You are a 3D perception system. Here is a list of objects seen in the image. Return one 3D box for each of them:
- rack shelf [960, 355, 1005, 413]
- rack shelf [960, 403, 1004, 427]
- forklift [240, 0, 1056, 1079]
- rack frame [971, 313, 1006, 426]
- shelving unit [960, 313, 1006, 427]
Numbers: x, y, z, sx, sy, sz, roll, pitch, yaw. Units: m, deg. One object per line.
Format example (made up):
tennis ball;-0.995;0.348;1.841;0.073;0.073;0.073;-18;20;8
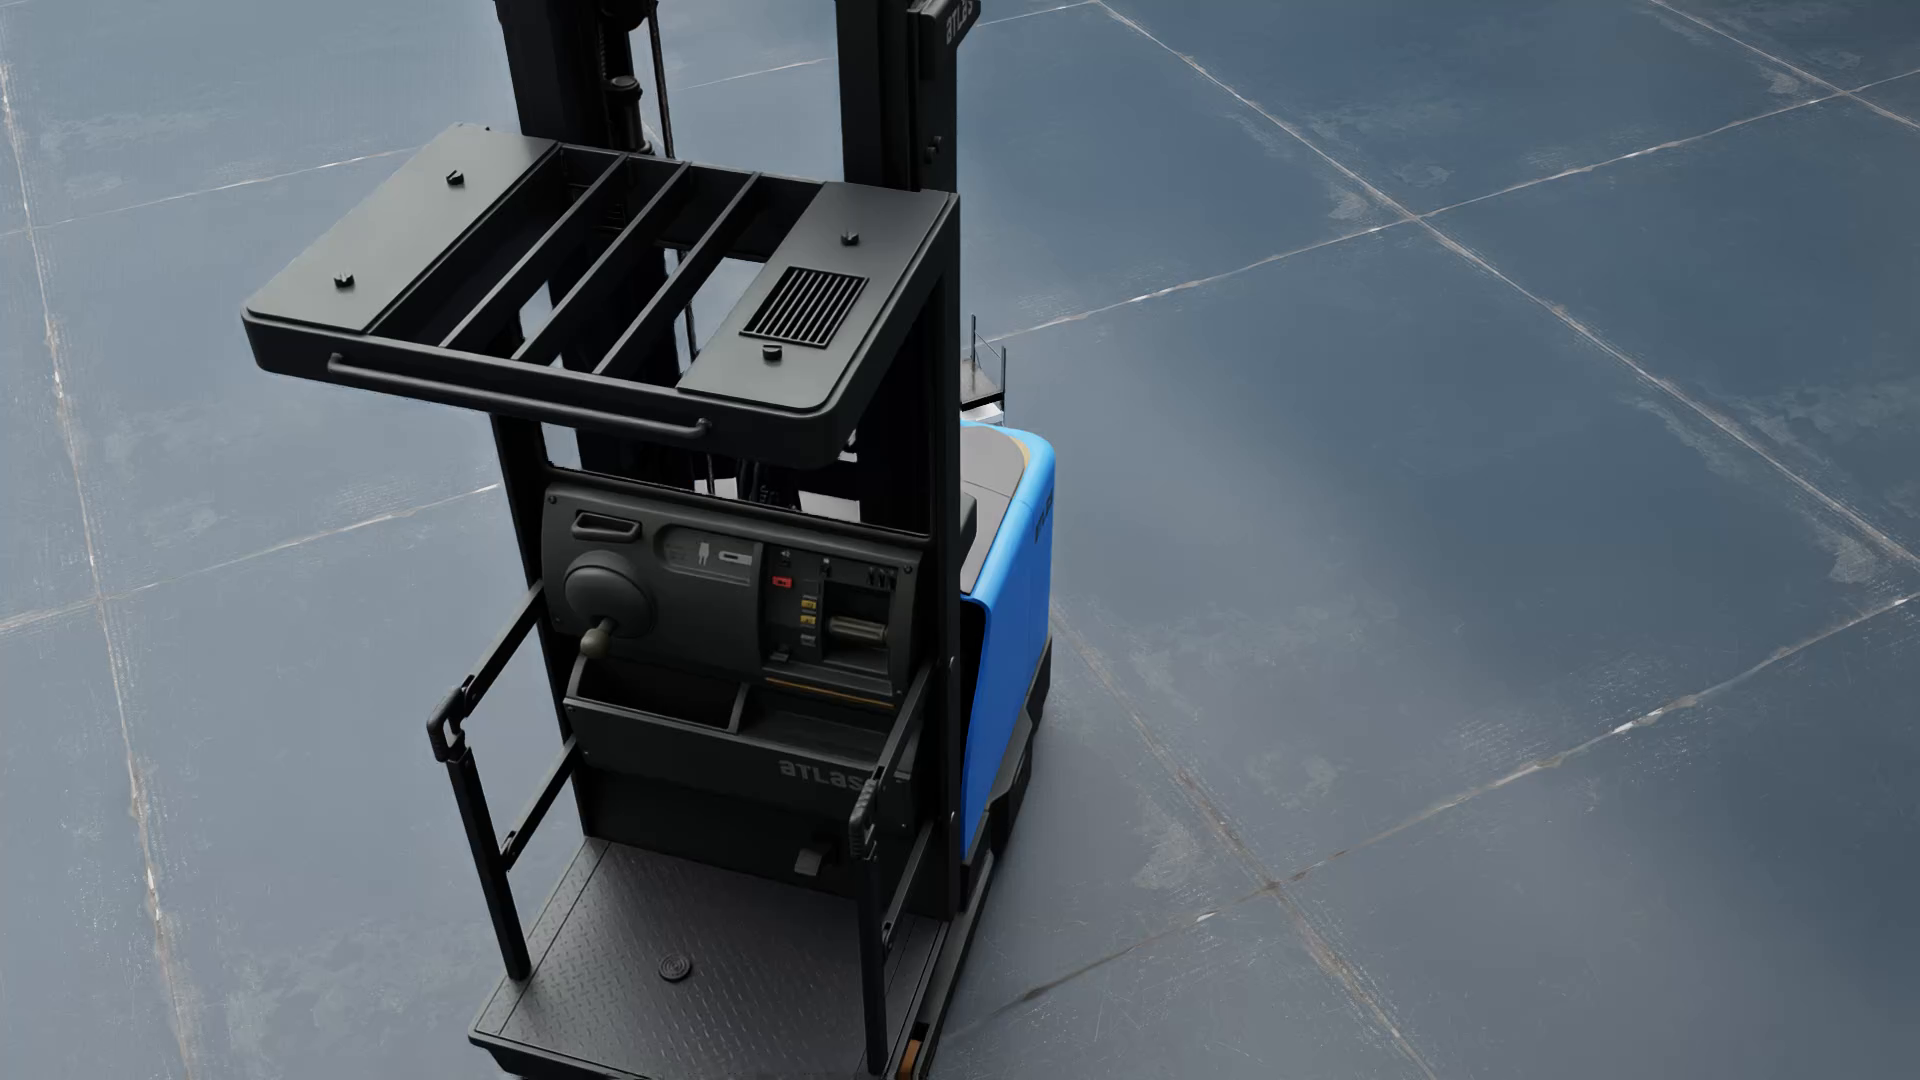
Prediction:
rack shelf;0.007;-0.527;5.809;0.200;0.077;0.258;-19;44;-21
rack shelf;0.007;-0.458;5.867;0.200;0.077;0.258;-19;44;-21
forklift;-0.605;0.212;3.730;1.130;2.935;3.031;11;41;12
rack frame;0.097;-0.376;5.998;0.006;0.900;0.240;-19;44;-21
shelving unit;0.007;-0.346;5.962;0.210;0.900;0.258;-19;44;-21
